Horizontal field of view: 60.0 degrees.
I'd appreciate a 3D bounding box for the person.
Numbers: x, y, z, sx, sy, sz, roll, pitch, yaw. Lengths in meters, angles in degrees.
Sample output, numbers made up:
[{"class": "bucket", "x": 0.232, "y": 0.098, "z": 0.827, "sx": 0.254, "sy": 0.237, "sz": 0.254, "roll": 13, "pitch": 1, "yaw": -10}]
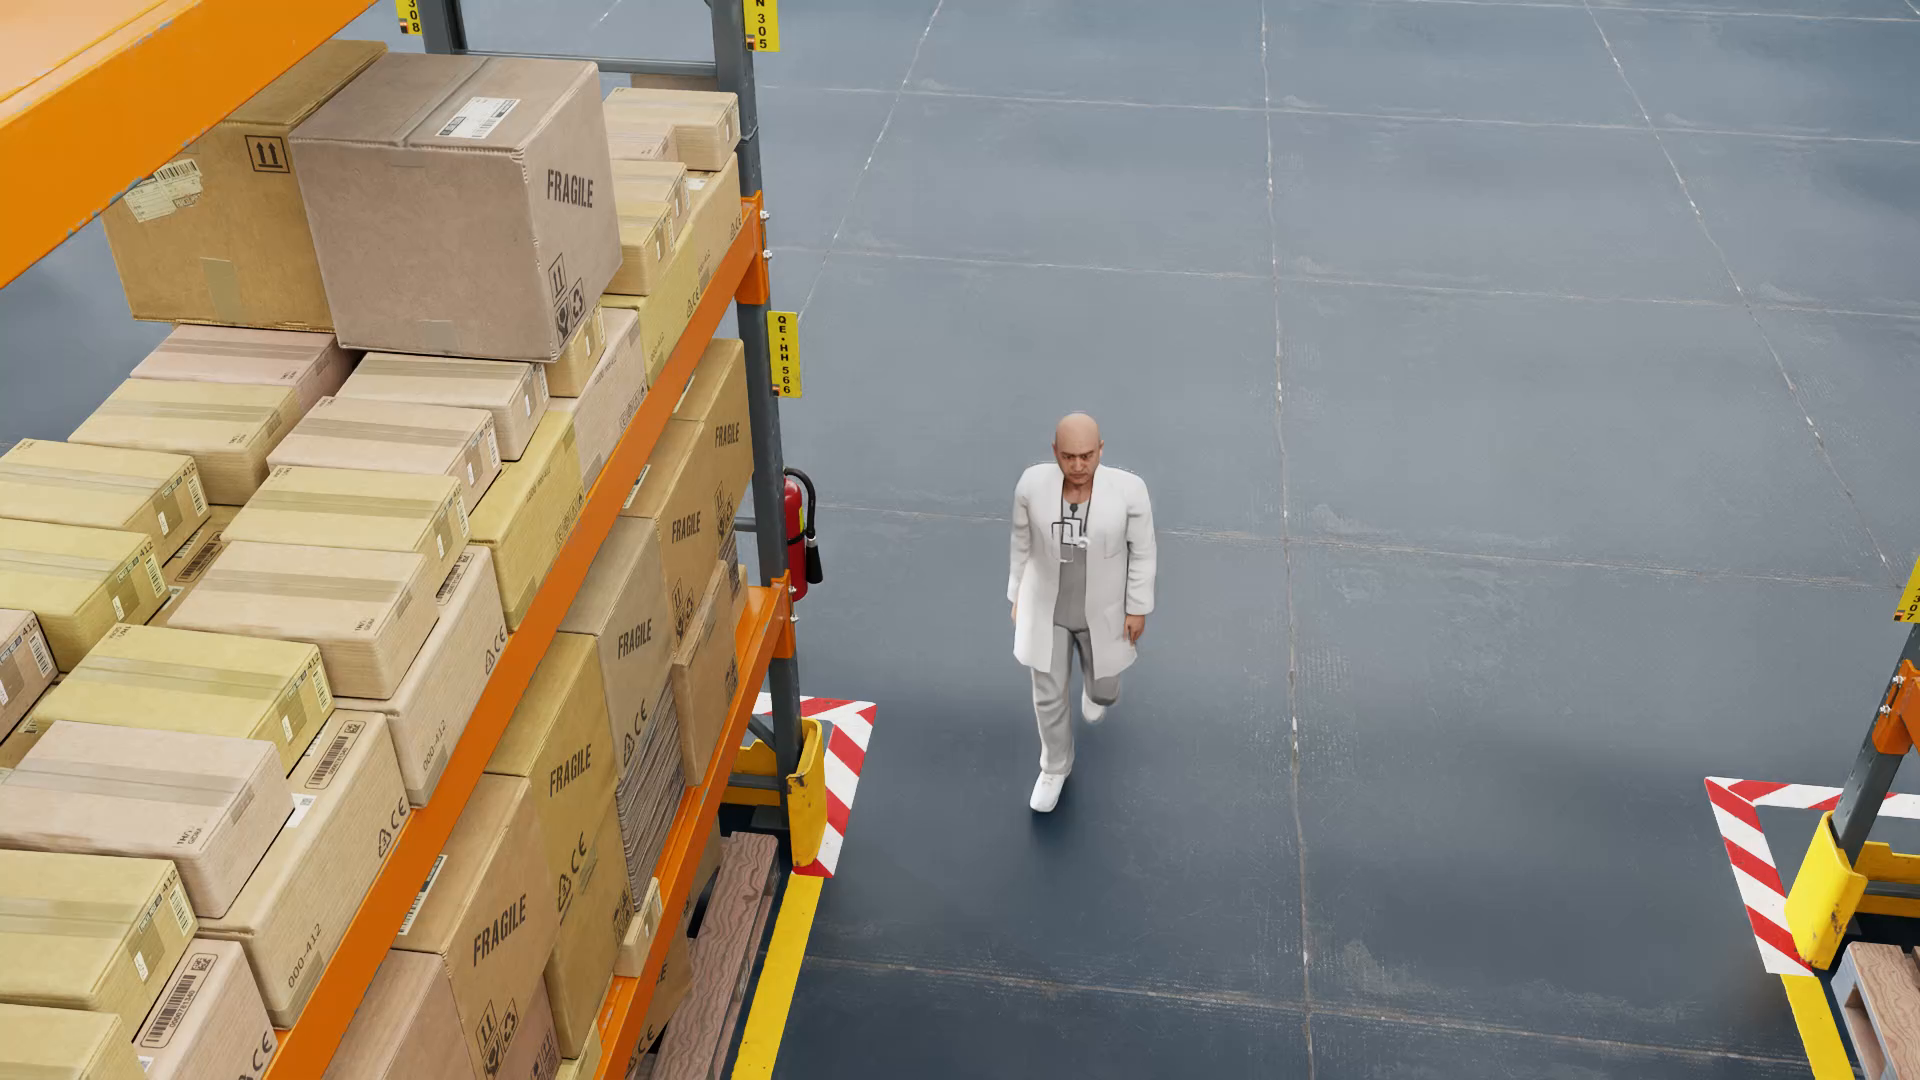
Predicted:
[{"class": "person", "x": 0.491, "y": 0.222, "z": 6.712, "sx": 0.594, "sy": 1.756, "sz": 0.812, "roll": 6, "pitch": 36, "yaw": 9}]
